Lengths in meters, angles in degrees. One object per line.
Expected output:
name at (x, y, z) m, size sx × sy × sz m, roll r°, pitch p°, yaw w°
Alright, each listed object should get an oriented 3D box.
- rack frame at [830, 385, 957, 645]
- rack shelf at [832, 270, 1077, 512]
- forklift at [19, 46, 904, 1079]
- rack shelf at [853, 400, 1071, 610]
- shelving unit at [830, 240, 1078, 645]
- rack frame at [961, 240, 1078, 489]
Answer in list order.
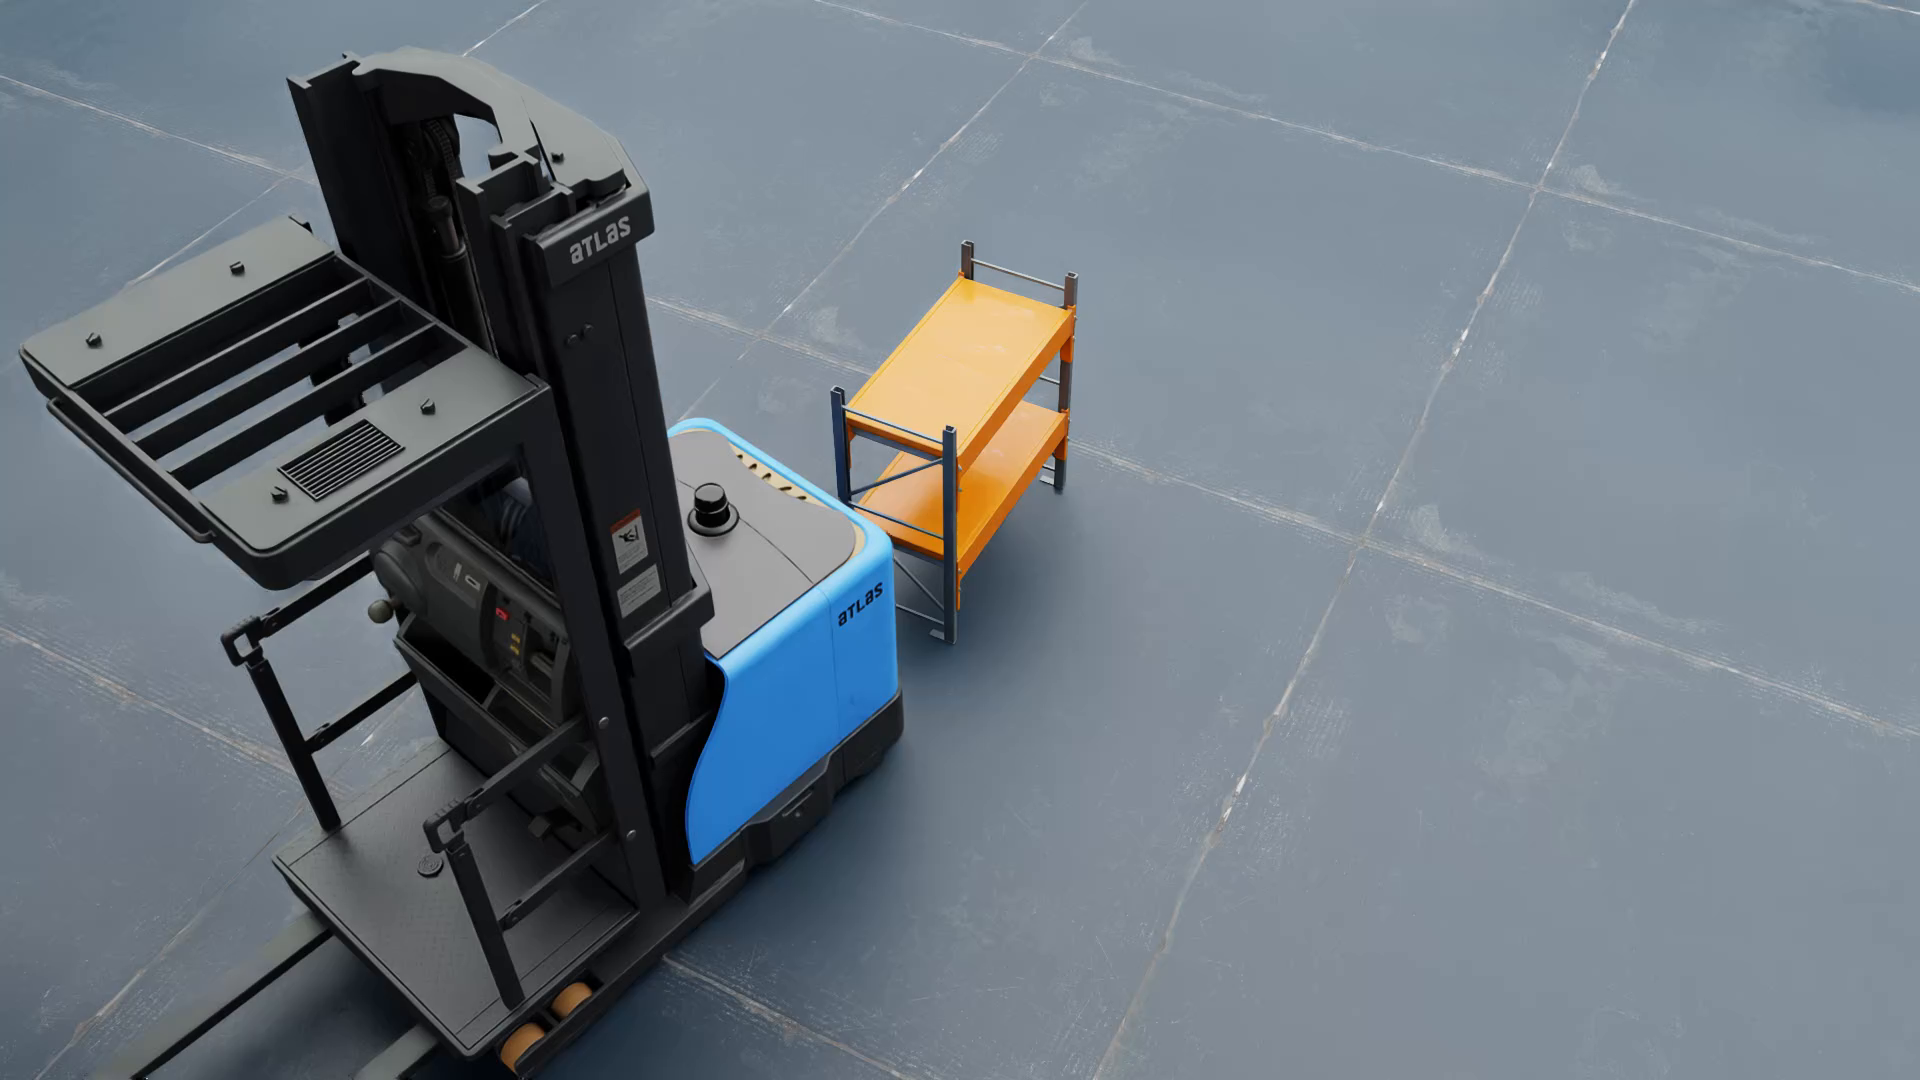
rack frame at (-0.239, -0.071, 6.309) m, size 0.500 × 1.125 × 0.032 m, roll 20°, pitch 49°, yaw 19°
rack shelf at (-0.003, -0.597, 6.417) m, size 0.538 × 0.278 × 1.000 m, roll 20°, pitch 49°, yaw 19°
forklift at (-1.565, 0.269, 4.703) m, size 1.130 × 2.935 × 3.031 m, roll 32°, pitch 54°, yaw 28°
rack shelf at (-0.003, -0.219, 6.800) m, size 0.538 × 0.278 × 1.000 m, roll 20°, pitch 49°, yaw 19°
shelving unit at (-0.003, -0.391, 6.626) m, size 0.538 × 1.125 × 1.048 m, roll 20°, pitch 49°, yaw 19°
rack frame at (0.233, -0.711, 6.942) m, size 0.500 × 1.125 × 0.032 m, roll 20°, pitch 49°, yaw 19°
